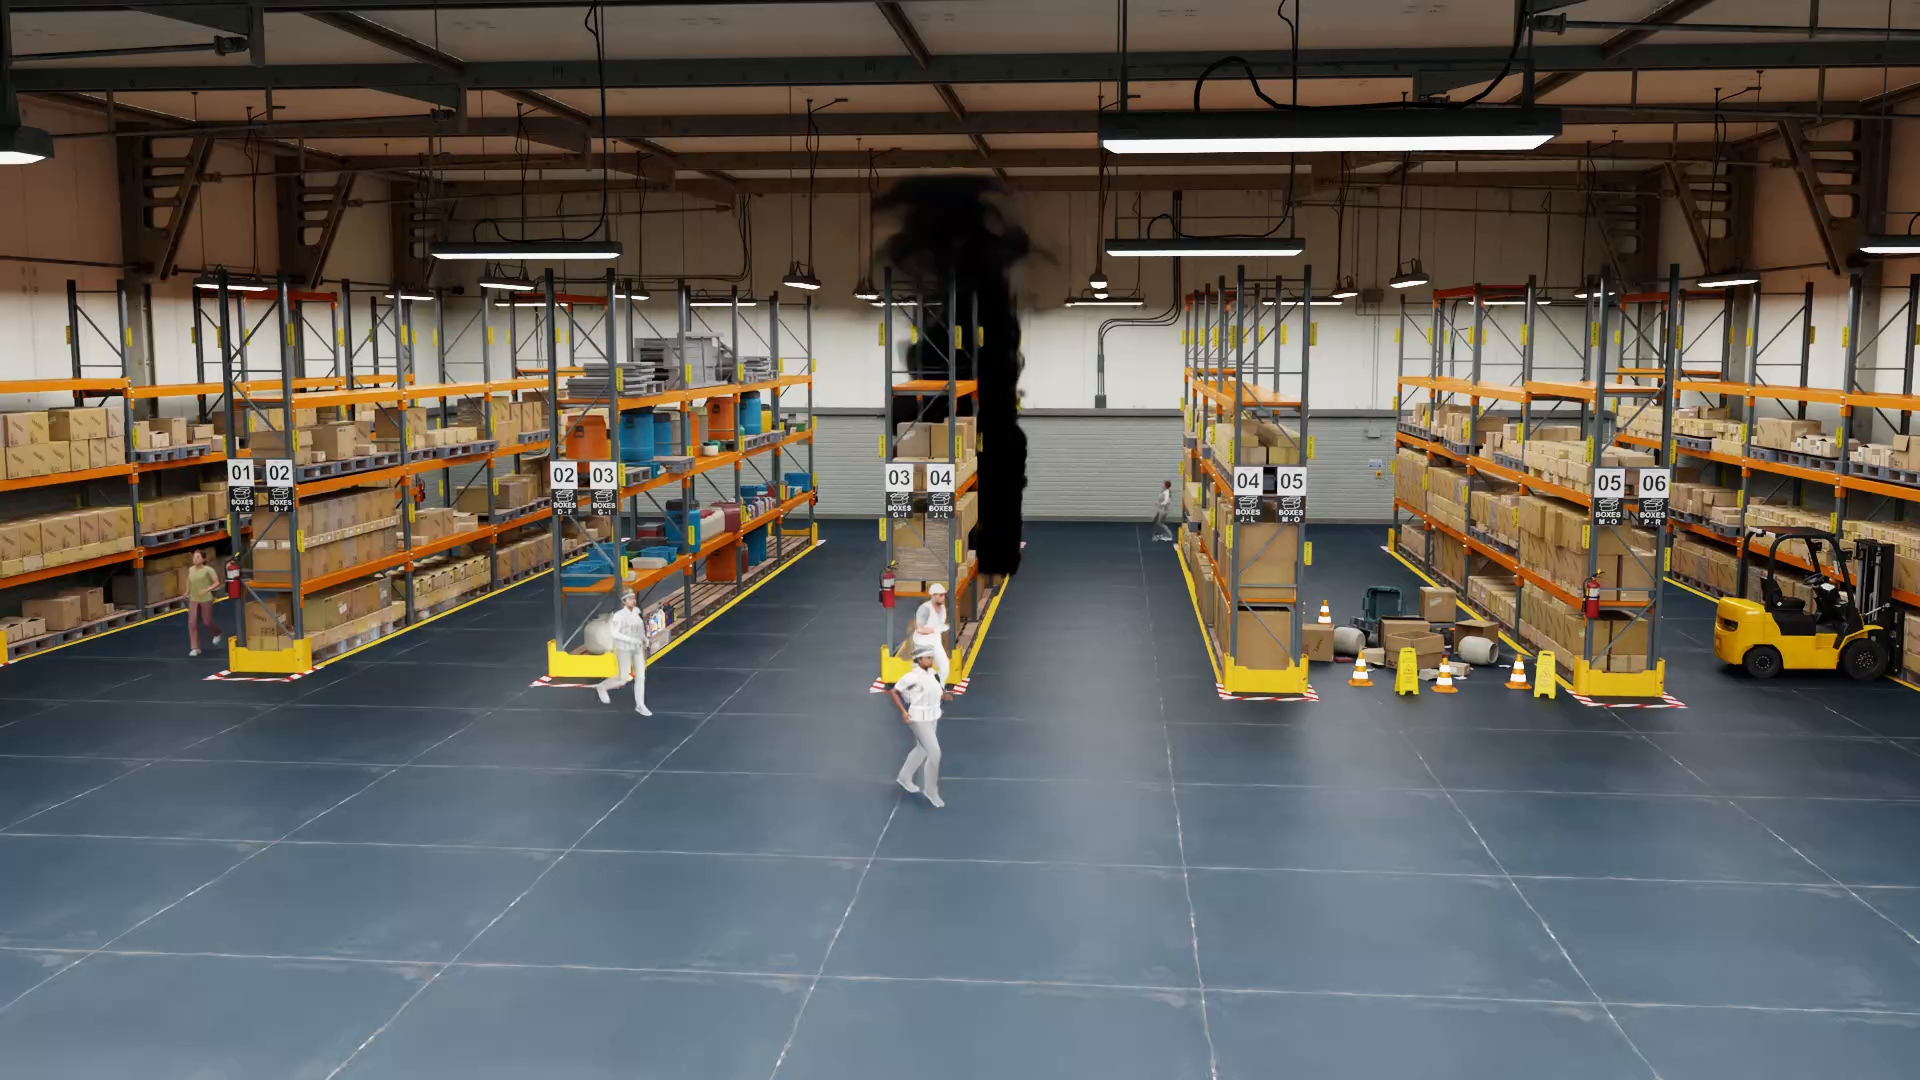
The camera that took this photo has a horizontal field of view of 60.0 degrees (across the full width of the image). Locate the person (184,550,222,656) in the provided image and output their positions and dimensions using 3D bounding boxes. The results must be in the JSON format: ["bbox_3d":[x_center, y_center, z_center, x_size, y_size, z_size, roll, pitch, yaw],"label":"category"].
[{"bbox_3d":[-12.044,0.969,26.417,0.604,1.647,0.907,0,7,2],"label":"person"}]

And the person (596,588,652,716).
[{"bbox_3d":[-4.463,1.476,22.291,0.881,1.707,0.625,5,9,37],"label":"person"}]

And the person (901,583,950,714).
[{"bbox_3d":[-0.436,1.462,22.317,0.948,1.824,0.682,7,10,44],"label":"person"}]

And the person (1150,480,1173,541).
[{"bbox_3d":[4.956,-0.710,40.819,0.556,1.566,0.664,1,7,5],"label":"person"}]

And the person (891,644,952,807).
[{"bbox_3d":[-0.397,1.988,18.001,0.752,1.758,0.545,4,8,31],"label":"person"}]
